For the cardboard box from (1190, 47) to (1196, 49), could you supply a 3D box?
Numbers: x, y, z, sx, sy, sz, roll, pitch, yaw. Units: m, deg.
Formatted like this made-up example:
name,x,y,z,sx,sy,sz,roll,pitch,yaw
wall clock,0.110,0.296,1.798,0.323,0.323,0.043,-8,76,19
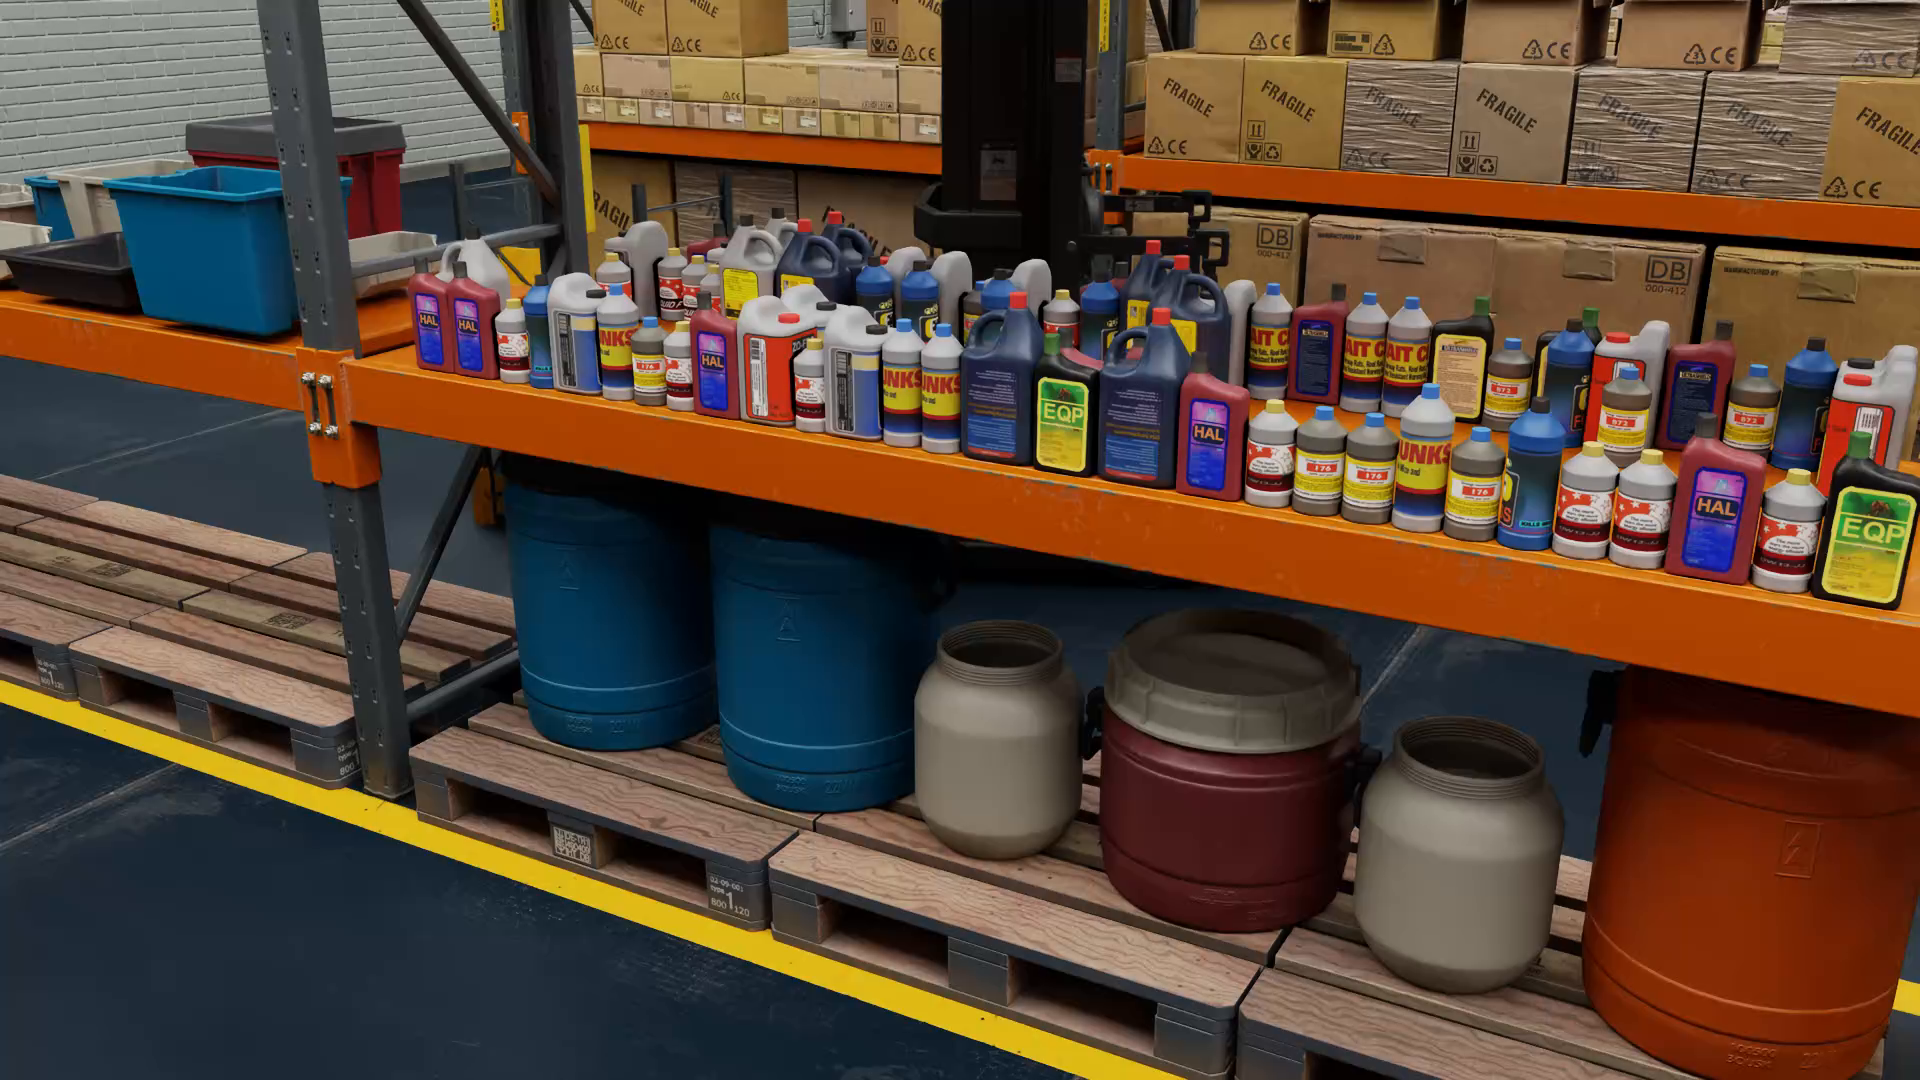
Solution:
name,x,y,z,sx,sy,sz,roll,pitch,yaw
cardboard box,1.520,-2.338,8.766,0.500,0.500,0.500,11,23,27

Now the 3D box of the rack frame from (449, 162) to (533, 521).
name,x,y,z,sx,sy,sz,roll,pitch,yaw
rack frame,-1.867,-0.853,7.017,0.032,1.500,0.500,14,24,33

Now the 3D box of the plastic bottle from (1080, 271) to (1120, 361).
name,x,y,z,sx,sy,sz,roll,pitch,yaw
plastic bottle,0.346,-0.526,4.106,0.097,0.271,0.097,0,20,0

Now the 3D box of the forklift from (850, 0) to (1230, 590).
name,x,y,z,sx,sy,sz,roll,pitch,yaw
forklift,0.671,-1.377,6.364,3.031,2.935,1.130,2,20,4

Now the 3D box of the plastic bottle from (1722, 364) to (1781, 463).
name,x,y,z,sx,sy,sz,roll,pitch,yaw
plastic bottle,1.662,-0.266,3.492,0.097,0.201,0.097,0,20,0

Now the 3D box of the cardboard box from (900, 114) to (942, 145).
name,x,y,z,sx,sy,sz,roll,pitch,yaw
cardboard box,-0.120,-2.251,9.040,0.250,0.149,0.380,11,23,28

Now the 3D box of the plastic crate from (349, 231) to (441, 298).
name,x,y,z,sx,sy,sz,roll,pitch,yaw
plastic crate,-1.773,-0.837,5.074,0.243,0.136,0.396,11,23,27

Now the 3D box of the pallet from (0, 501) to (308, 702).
name,x,y,z,sx,sy,sz,roll,pitch,yaw
pallet,-3.167,0.184,6.047,1.213,0.211,1.003,11,23,27

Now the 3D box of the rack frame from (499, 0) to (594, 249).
name,x,y,z,sx,sy,sz,roll,pitch,yaw
rack frame,-2.513,-2.953,10.607,0.127,3.000,1.000,11,23,27

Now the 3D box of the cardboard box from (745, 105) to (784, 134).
name,x,y,z,sx,sy,sz,roll,pitch,yaw
cardboard box,-1.021,-2.422,9.512,0.250,0.149,0.380,10,22,26

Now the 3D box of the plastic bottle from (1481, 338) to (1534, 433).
name,x,y,z,sx,sy,sz,roll,pitch,yaw
plastic bottle,1.227,-0.349,3.721,0.097,0.201,0.097,0,20,0

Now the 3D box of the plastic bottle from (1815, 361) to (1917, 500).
name,x,y,z,sx,sy,sz,roll,pitch,yaw
plastic bottle,1.761,-0.213,3.234,0.135,0.276,0.152,11,23,27

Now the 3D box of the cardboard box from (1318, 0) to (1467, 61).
name,x,y,z,sx,sy,sz,roll,pitch,yaw
cardboard box,2.134,-2.585,7.975,0.637,0.503,0.797,11,23,28

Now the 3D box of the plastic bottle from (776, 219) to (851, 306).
name,x,y,z,sx,sy,sz,roll,pitch,yaw
plastic bottle,-0.383,-0.661,4.361,0.185,0.351,0.144,11,23,27

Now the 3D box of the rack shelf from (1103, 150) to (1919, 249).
name,x,y,z,sx,sy,sz,roll,pitch,yaw
rack shelf,2.725,-1.617,7.979,4.000,0.370,1.077,11,23,27

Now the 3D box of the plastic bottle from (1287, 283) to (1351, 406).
name,x,y,z,sx,sy,sz,roll,pitch,yaw
plastic bottle,0.849,-0.467,3.925,0.133,0.283,0.061,11,23,27

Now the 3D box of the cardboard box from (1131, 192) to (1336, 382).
name,x,y,z,sx,sy,sz,roll,pitch,yaw
cardboard box,1.547,-1.386,8.787,0.875,0.875,1.225,11,23,27

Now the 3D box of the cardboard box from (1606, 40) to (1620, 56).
name,x,y,z,sx,sy,sz,roll,pitch,yaw
cardboard box,4.508,-3.453,11.738,0.250,0.149,0.380,10,22,25

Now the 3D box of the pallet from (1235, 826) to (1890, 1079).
name,x,y,z,sx,sy,sz,roll,pitch,yaw
pallet,1.347,1.044,3.677,1.213,0.211,1.003,11,23,27

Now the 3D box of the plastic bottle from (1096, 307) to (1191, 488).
name,x,y,z,sx,sy,sz,roll,pitch,yaw
plastic bottle,0.378,-0.294,3.349,0.185,0.351,0.144,11,23,27

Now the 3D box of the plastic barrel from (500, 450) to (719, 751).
name,x,y,z,sx,sy,sz,roll,pitch,yaw
plastic barrel,-0.970,0.071,4.731,0.708,0.901,0.600,11,23,27

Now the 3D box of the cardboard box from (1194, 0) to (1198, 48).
name,x,y,z,sx,sy,sz,roll,pitch,yaw
cardboard box,2.040,-4.100,13.188,0.500,0.500,0.500,11,23,27

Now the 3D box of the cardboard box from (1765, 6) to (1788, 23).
name,x,y,z,sx,sy,sz,roll,pitch,yaw
cardboard box,5.437,-3.557,11.154,0.250,0.149,0.380,11,23,27

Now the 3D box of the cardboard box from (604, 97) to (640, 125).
name,x,y,z,sx,sy,sz,roll,pitch,yaw
cardboard box,-1.916,-2.593,9.983,0.250,0.149,0.380,10,22,26

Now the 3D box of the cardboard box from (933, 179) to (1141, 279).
name,x,y,z,sx,sy,sz,roll,pitch,yaw
cardboard box,0.442,-1.620,9.432,0.875,0.875,0.875,11,23,27

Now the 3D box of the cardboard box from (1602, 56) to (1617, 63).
name,x,y,z,sx,sy,sz,roll,pitch,yaw
cardboard box,3.279,-2.001,7.835,0.500,0.500,0.500,10,22,26

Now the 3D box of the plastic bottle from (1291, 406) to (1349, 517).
name,x,y,z,sx,sy,sz,roll,pitch,yaw
plastic bottle,0.691,-0.155,3.185,0.097,0.201,0.097,0,20,0

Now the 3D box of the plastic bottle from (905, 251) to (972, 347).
name,x,y,z,sx,sy,sz,roll,pitch,yaw
plastic bottle,-0.058,-0.619,4.354,0.135,0.276,0.152,11,23,27

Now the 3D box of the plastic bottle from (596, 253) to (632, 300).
name,x,y,z,sx,sy,sz,roll,pitch,yaw
plastic bottle,-0.979,-0.710,4.716,0.097,0.201,0.097,0,20,0

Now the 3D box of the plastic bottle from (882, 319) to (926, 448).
name,x,y,z,sx,sy,sz,roll,pitch,yaw
plastic bottle,-0.120,-0.342,3.599,0.097,0.271,0.097,0,20,0

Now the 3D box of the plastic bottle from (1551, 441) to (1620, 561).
name,x,y,z,sx,sy,sz,roll,pitch,yaw
plastic bottle,1.116,-0.074,2.962,0.097,0.201,0.097,0,20,0

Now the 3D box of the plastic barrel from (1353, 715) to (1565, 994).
name,x,y,z,sx,sy,sz,roll,pitch,yaw
plastic barrel,1.084,0.680,3.623,0.421,0.512,0.421,0,20,0

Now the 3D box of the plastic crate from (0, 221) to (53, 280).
name,x,y,z,sx,sy,sz,roll,pitch,yaw
plastic crate,-3.103,-0.918,5.295,0.466,0.136,0.293,11,23,27

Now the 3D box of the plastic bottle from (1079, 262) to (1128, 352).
name,x,y,z,sx,sy,sz,roll,pitch,yaw
plastic bottle,0.369,-0.559,4.177,0.133,0.283,0.061,11,23,27

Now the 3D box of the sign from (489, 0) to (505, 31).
name,x,y,z,sx,sy,sz,roll,pitch,yaw
sign,-2.789,-3.233,9.993,0.005,0.325,0.100,11,23,27

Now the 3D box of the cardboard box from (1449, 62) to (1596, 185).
name,x,y,z,sx,sy,sz,roll,pitch,yaw
cardboard box,2.588,-1.933,7.648,0.500,0.500,0.500,11,23,28

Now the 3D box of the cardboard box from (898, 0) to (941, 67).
name,x,y,z,sx,sy,sz,roll,pitch,yaw
cardboard box,0.012,-2.791,8.844,0.500,0.500,0.500,11,23,28

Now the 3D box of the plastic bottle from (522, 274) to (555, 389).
name,x,y,z,sx,sy,sz,roll,pitch,yaw
plastic bottle,-1.013,-0.513,4.068,0.097,0.271,0.097,0,20,0

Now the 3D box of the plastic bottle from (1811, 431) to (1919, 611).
name,x,y,z,sx,sy,sz,roll,pitch,yaw
plastic bottle,1.494,-0.033,2.730,0.133,0.283,0.061,11,23,27

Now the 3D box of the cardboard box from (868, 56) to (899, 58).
name,x,y,z,sx,sy,sz,roll,pitch,yaw
cardboard box,-0.190,-2.682,9.643,0.500,0.250,0.500,11,23,29

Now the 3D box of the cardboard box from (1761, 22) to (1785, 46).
name,x,y,z,sx,sy,sz,roll,pitch,yaw
cardboard box,5.426,-3.419,11.207,0.250,0.149,0.380,11,22,27

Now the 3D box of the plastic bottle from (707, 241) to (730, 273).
name,x,y,z,sx,sy,sz,roll,pitch,yaw
plastic bottle,-0.616,-0.725,4.646,0.135,0.276,0.152,11,23,27

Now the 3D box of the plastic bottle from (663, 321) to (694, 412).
name,x,y,z,sx,sy,sz,roll,pitch,yaw
plastic bottle,-0.641,-0.409,3.885,0.097,0.201,0.097,0,20,0

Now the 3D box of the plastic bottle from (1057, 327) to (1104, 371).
name,x,y,z,sx,sy,sz,roll,pitch,yaw
plastic bottle,0.248,-0.295,3.449,0.133,0.283,0.061,11,23,27

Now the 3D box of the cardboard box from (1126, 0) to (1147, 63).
name,x,y,z,sx,sy,sz,roll,pitch,yaw
cardboard box,0.685,-2.865,9.049,0.500,0.500,0.500,11,23,27

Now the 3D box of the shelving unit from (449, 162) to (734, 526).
name,x,y,z,sx,sy,sz,roll,pitch,yaw
shelving unit,-1.459,-0.755,6.746,1.083,1.500,0.587,14,24,33

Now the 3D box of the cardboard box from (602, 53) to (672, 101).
name,x,y,z,sx,sy,sz,roll,pitch,yaw
cardboard box,-1.769,-2.778,9.907,0.500,0.250,0.500,10,22,27

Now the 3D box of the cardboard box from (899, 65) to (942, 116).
name,x,y,z,sx,sy,sz,roll,pitch,yaw
cardboard box,0.012,-2.438,8.970,0.500,0.250,0.500,12,23,29
